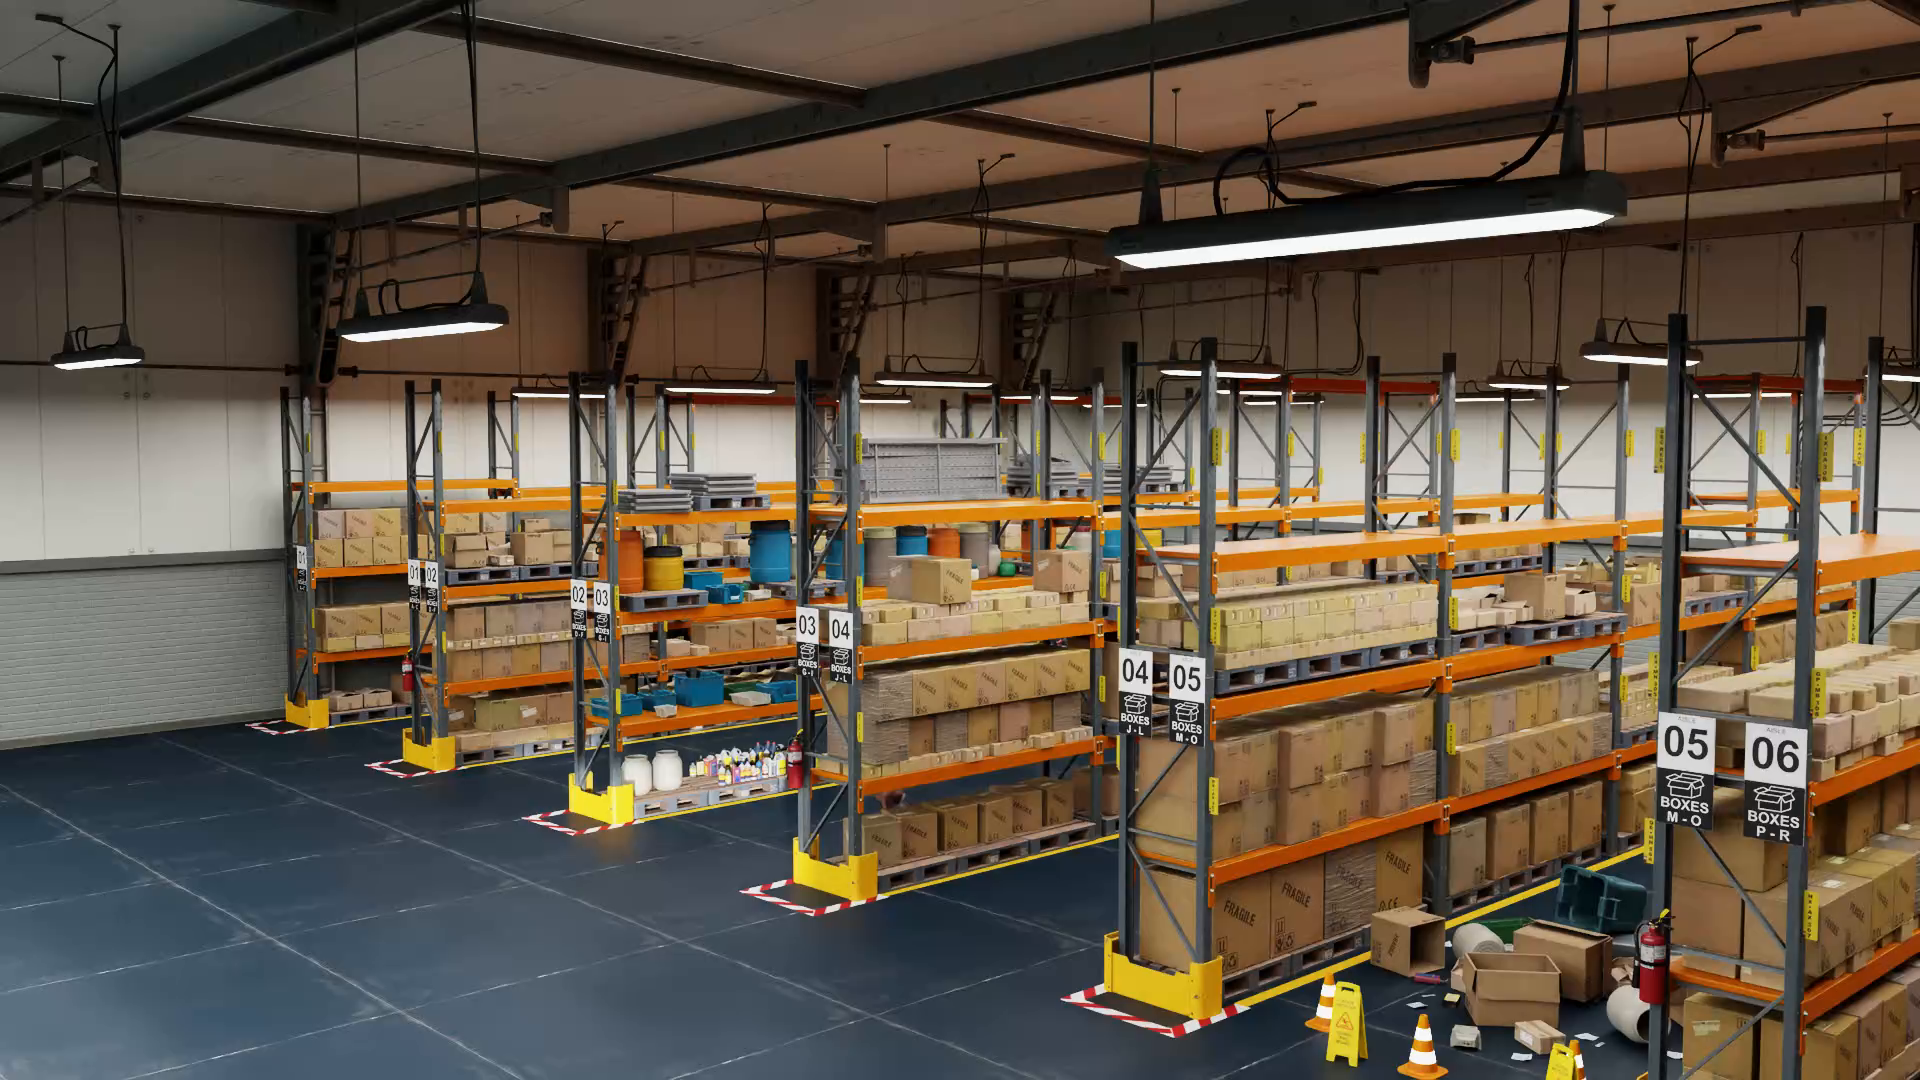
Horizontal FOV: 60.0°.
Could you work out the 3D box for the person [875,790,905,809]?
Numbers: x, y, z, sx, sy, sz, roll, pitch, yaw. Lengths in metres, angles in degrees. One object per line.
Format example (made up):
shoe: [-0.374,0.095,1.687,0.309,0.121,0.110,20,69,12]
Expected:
person: [-0.867,2.970,21.768,0.569,1.621,0.622,3,5,36]
